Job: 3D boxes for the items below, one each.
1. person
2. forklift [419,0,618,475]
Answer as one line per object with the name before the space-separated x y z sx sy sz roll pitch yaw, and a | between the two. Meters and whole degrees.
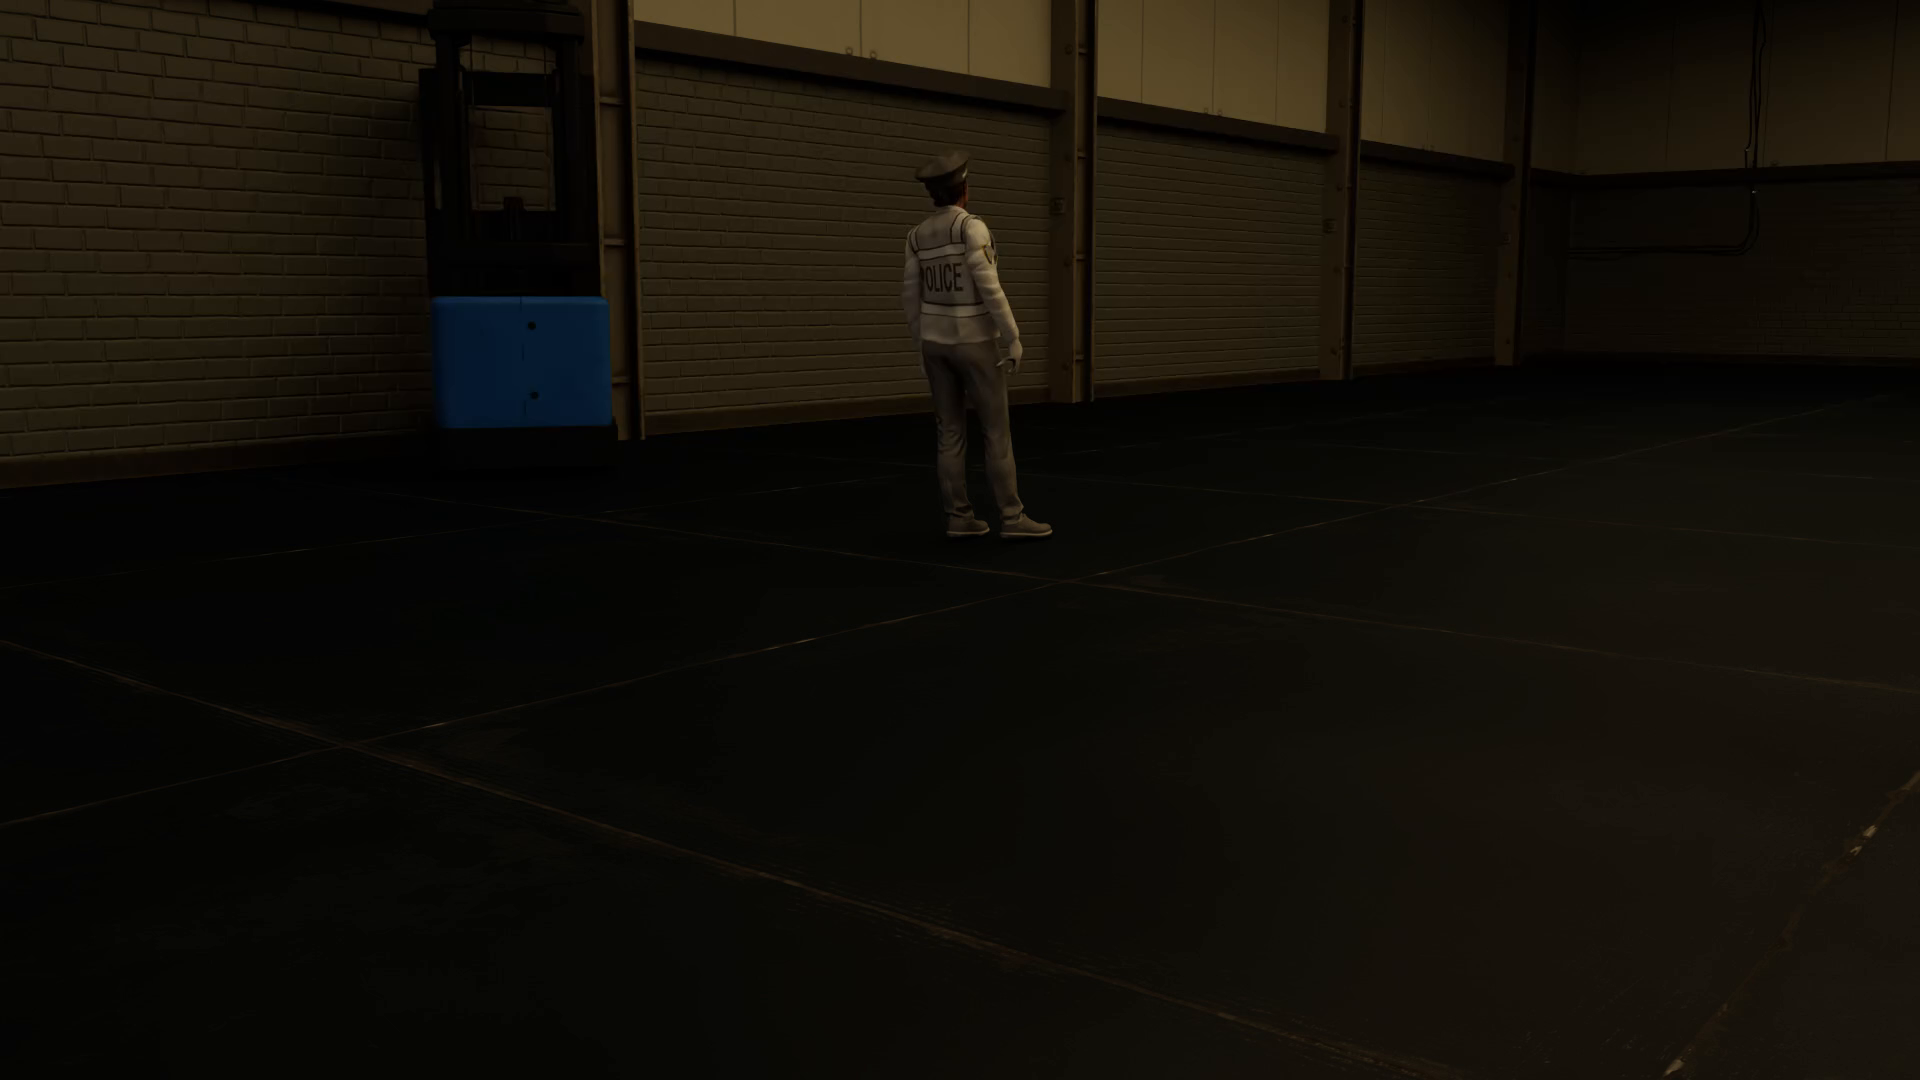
person | 0.049 -0.853 7.330 0.586 1.694 0.530 7 11 38
forklift | -2.973 -2.015 11.052 1.130 2.935 3.031 -2 9 -16
